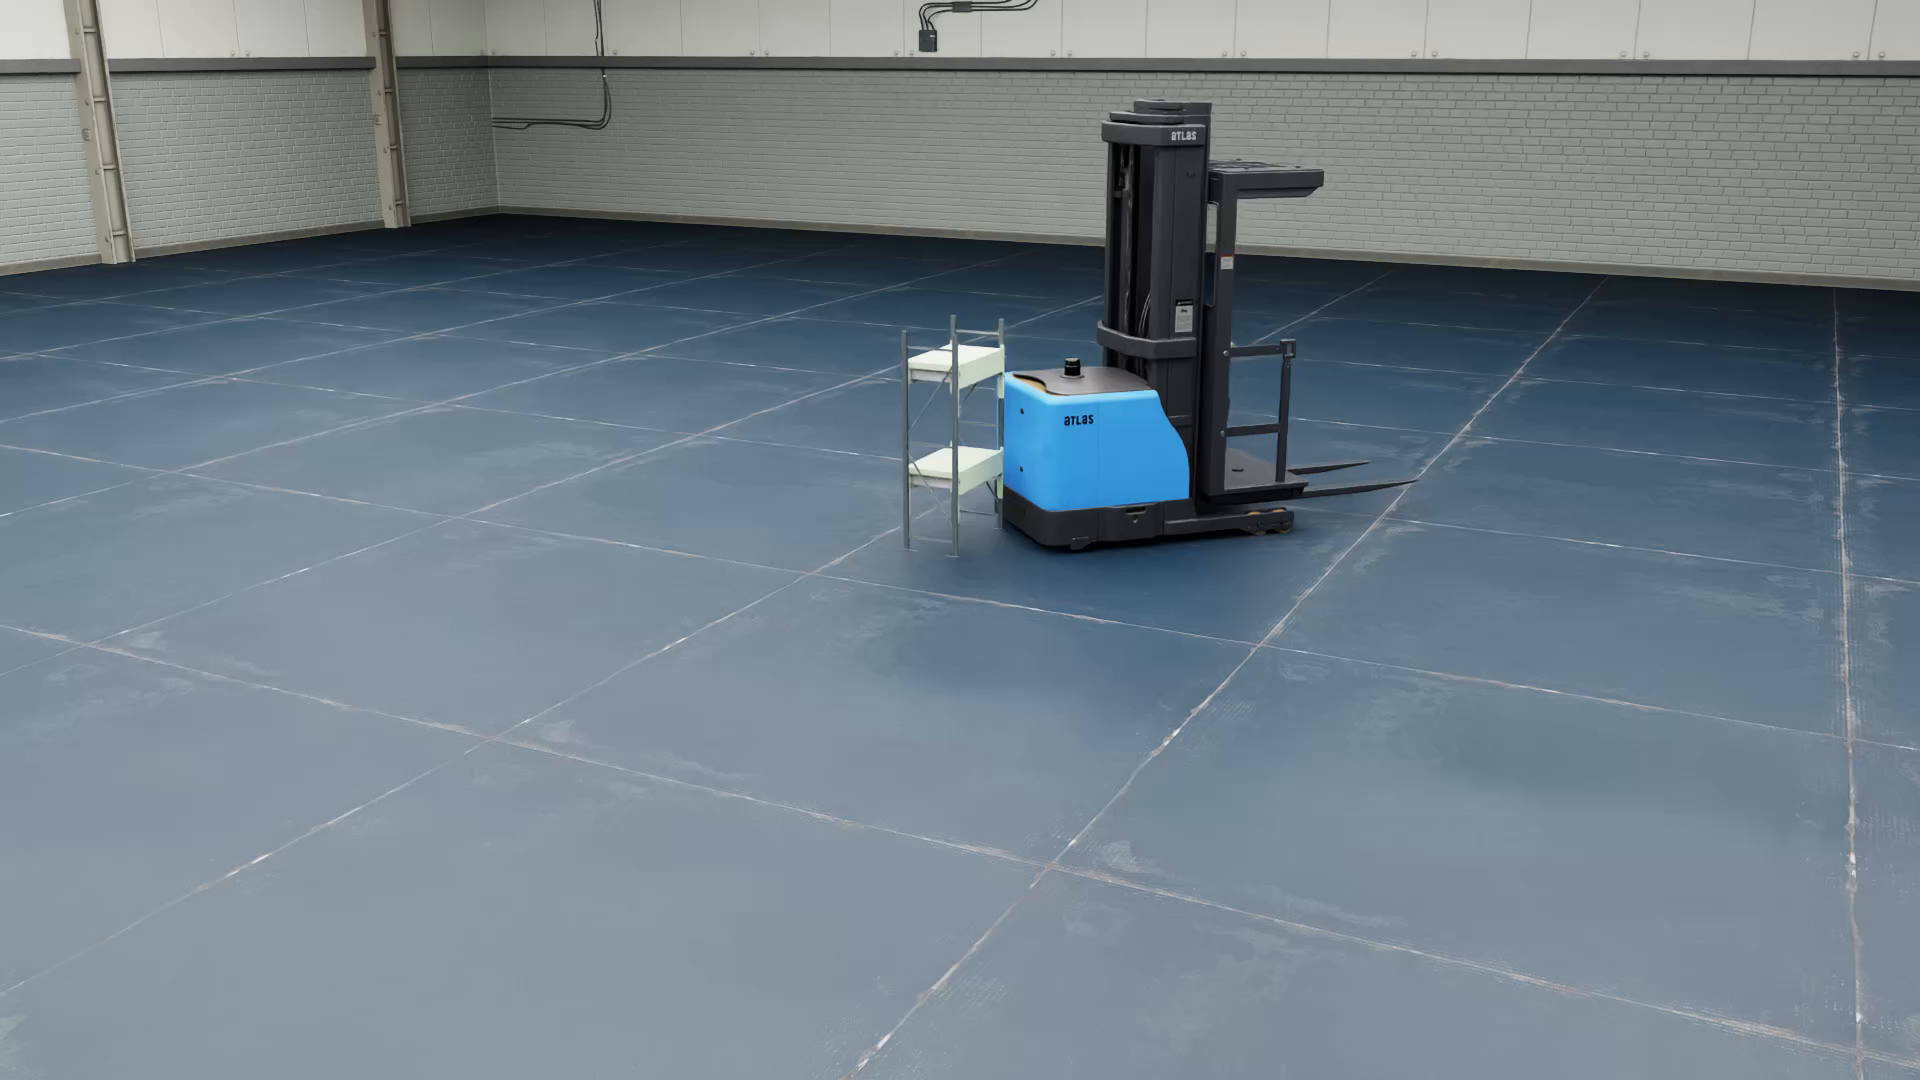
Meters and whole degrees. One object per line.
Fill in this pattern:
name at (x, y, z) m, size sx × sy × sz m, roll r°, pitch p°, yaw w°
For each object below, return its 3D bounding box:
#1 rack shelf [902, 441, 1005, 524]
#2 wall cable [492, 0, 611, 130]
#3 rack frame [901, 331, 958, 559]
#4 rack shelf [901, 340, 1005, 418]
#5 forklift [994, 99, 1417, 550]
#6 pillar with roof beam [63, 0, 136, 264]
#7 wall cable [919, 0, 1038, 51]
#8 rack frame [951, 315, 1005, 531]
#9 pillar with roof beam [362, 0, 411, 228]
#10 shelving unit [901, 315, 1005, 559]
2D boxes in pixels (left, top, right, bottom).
rack shelf at (-0.038, -0.403, 11.391) m, size 0.431 × 0.370 × 0.720 m, roll 8°, pitch 18°, yaw 25°
wall cable at (-8.156, -9.340, 32.618) m, size 3.097 × 2.526 × 0.112 m, roll 8°, pitch 18°, yaw 25°
rack frame at (-0.198, -0.621, 10.982) m, size 0.400 × 1.500 × 0.023 m, roll 8°, pitch 18°, yaw 25°
rack shelf at (-0.038, -1.089, 11.187) m, size 0.431 × 0.370 × 0.720 m, roll 8°, pitch 18°, yaw 25°
forklift at (1.821, -1.573, 11.671) m, size 3.031 × 2.935 × 1.130 m, roll -6°, pitch 18°, yaw -19°
pillar with roof beam at (-9.485, -8.170, 23.226) m, size 9.100 × 9.000 × 0.400 m, roll 8°, pitch 18°, yaw 25°
wall cable at (0.330, -11.247, 27.612) m, size 2.305 × 6.003 × 0.169 m, roll 8°, pitch 18°, yaw 25°
rack frame at (0.121, -0.809, 11.614) m, size 0.400 × 1.500 × 0.023 m, roll 8°, pitch 18°, yaw 25°
pillar with roof beam at (-6.804, -9.698, 28.372) m, size 9.100 × 9.000 × 0.400 m, roll 8°, pitch 18°, yaw 25°
shelving unit at (-0.038, -0.715, 11.298) m, size 0.431 × 1.500 × 0.755 m, roll 8°, pitch 18°, yaw 25°
